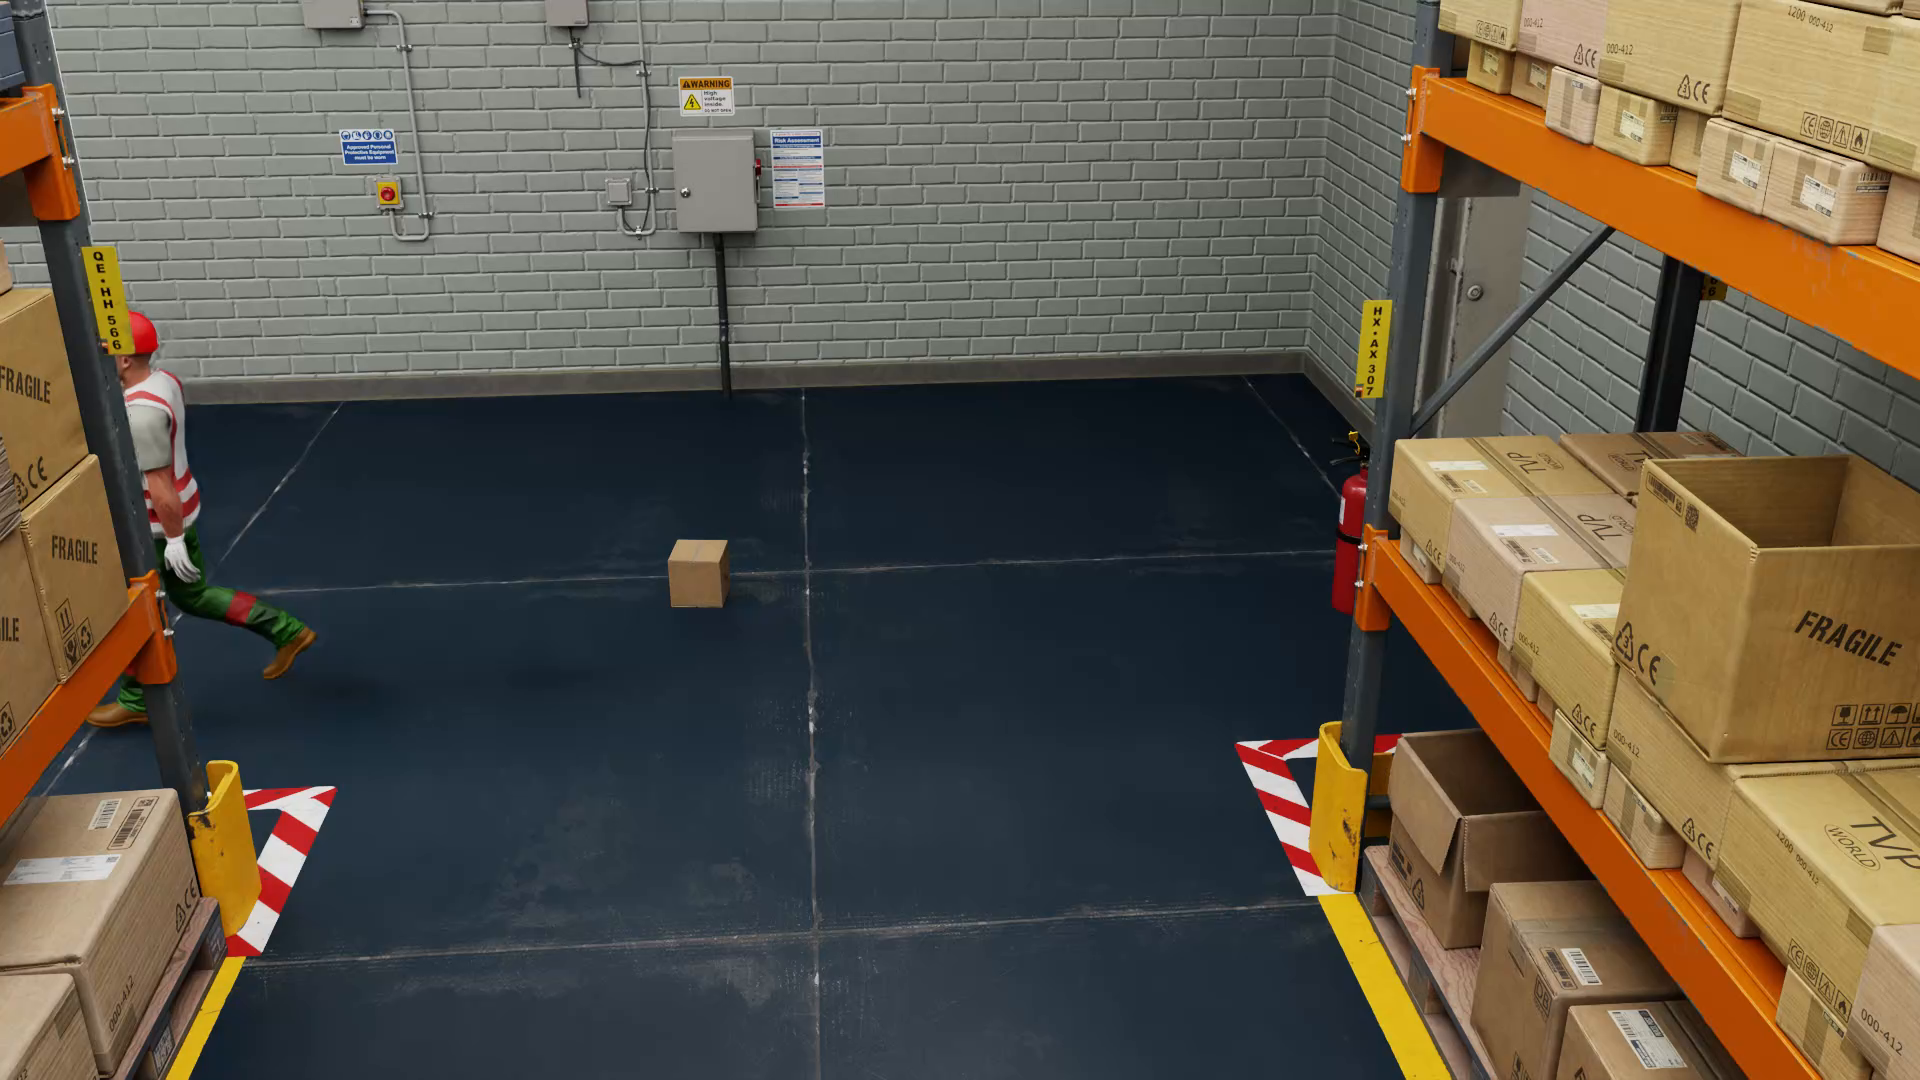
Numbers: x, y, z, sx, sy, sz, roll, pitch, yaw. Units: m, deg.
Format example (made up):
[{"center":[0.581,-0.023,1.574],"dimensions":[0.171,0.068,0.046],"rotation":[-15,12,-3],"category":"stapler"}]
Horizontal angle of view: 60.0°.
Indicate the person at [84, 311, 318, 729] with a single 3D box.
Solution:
[{"center":[-3.212,-0.091,6.764],"dimensions":[0.940,1.757,0.568],"rotation":[-4,24,-10],"category":"person"}]
